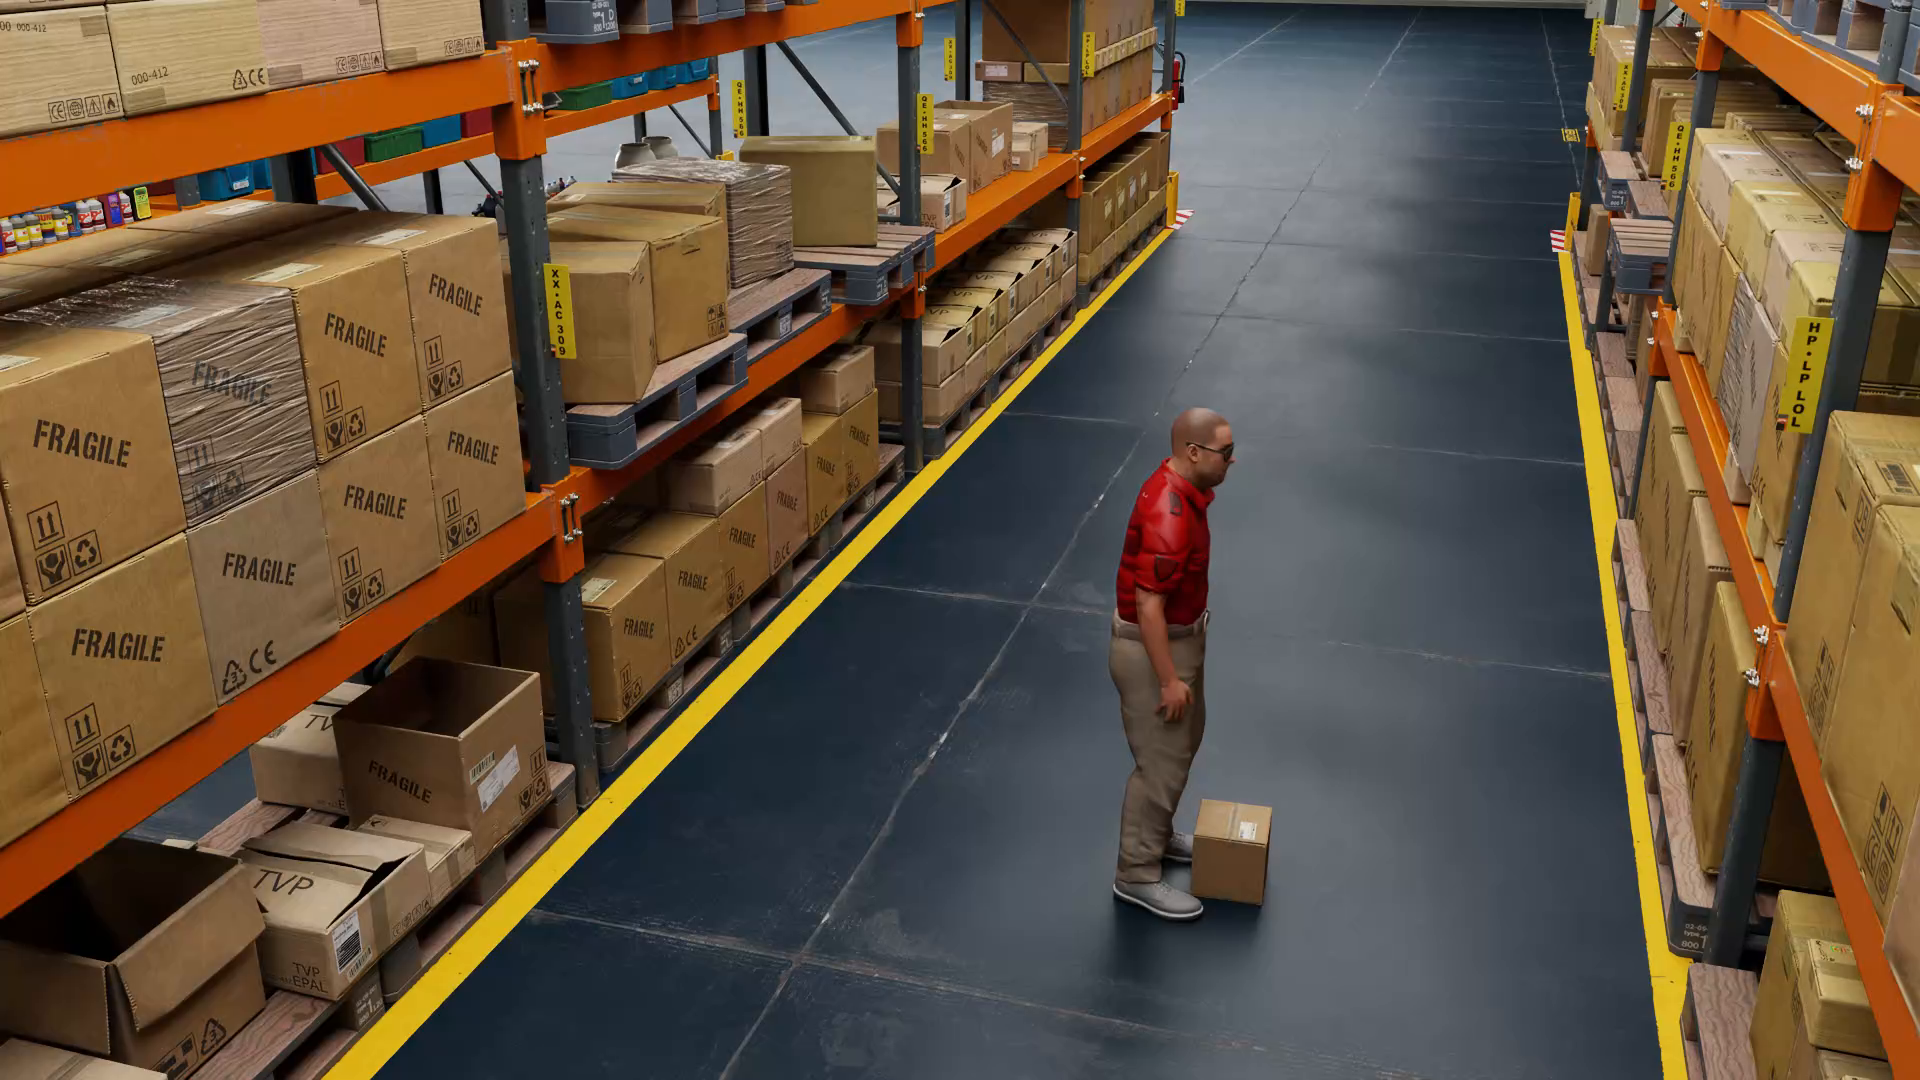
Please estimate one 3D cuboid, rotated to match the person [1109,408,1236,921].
[{"bbox_3d":[0.710,0.385,5.644,0.383,1.727,0.601,6,22,14],"label":"person"}]
